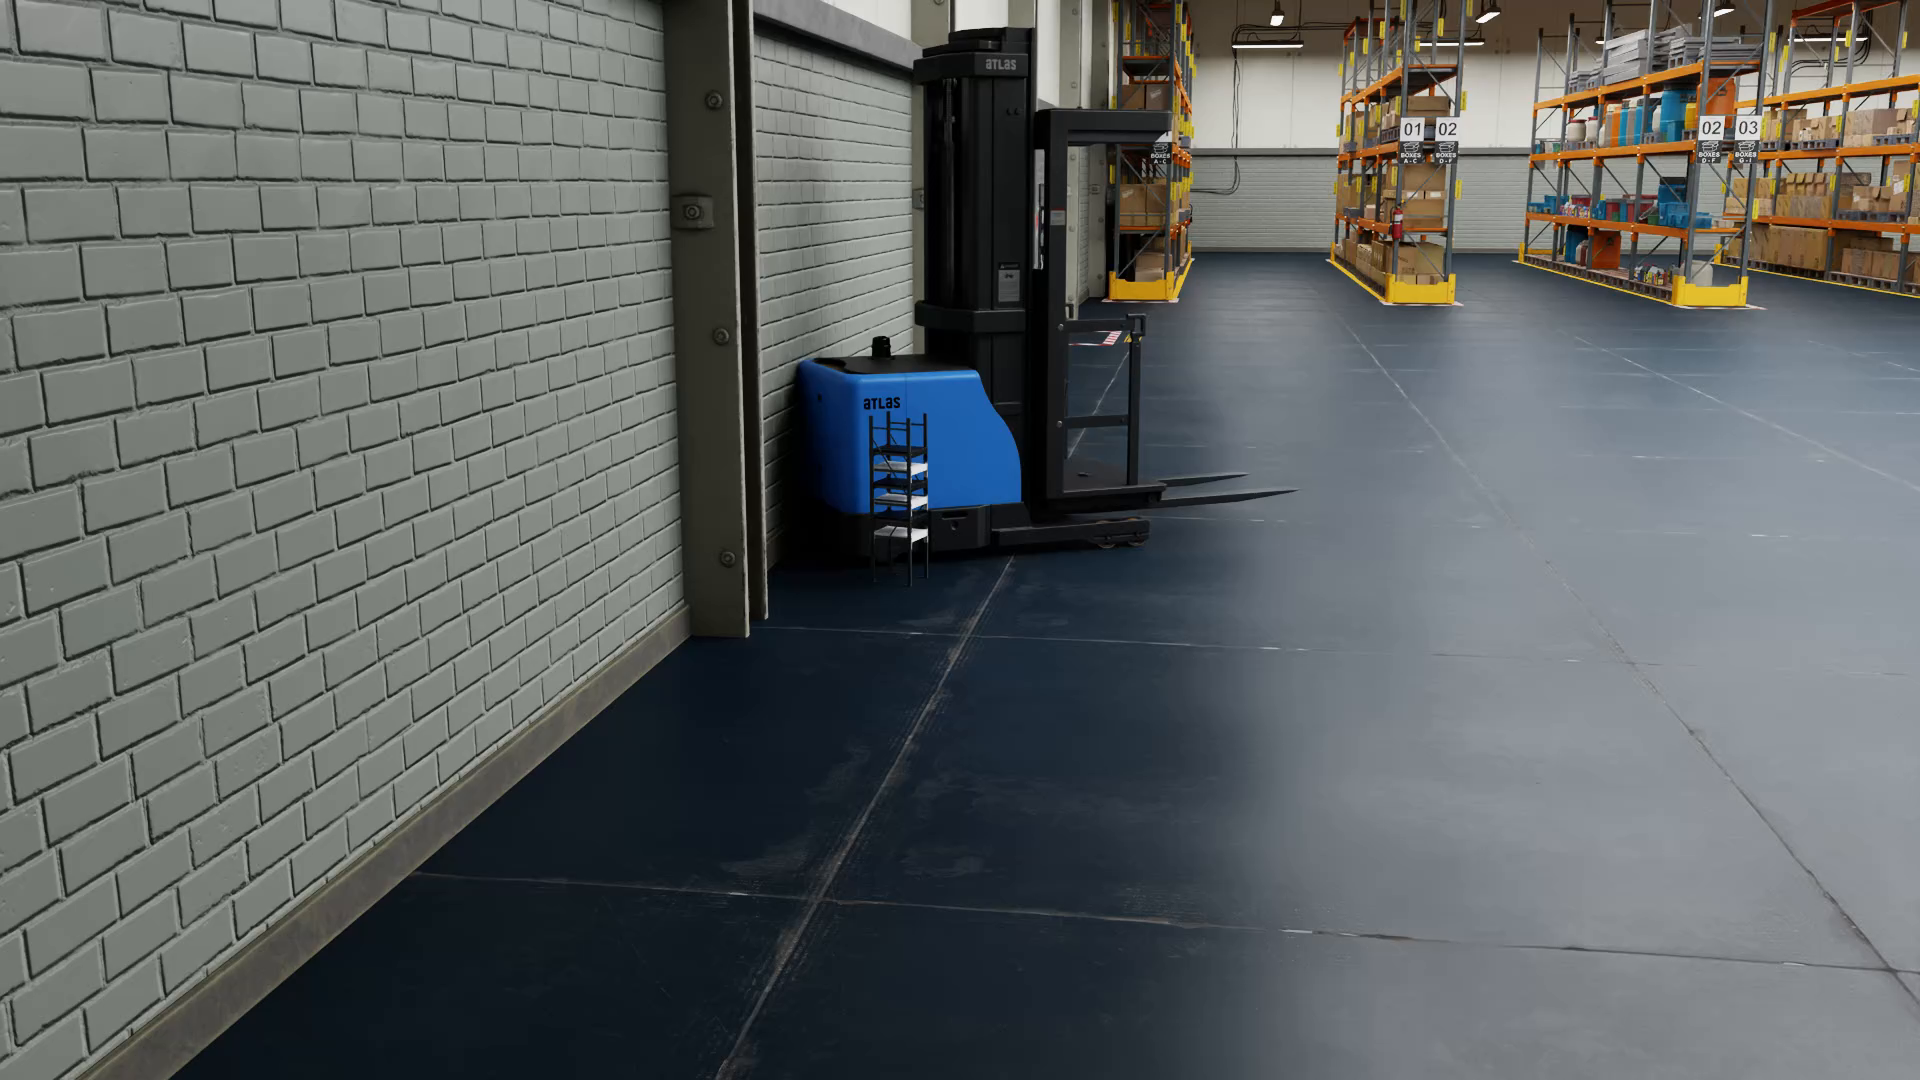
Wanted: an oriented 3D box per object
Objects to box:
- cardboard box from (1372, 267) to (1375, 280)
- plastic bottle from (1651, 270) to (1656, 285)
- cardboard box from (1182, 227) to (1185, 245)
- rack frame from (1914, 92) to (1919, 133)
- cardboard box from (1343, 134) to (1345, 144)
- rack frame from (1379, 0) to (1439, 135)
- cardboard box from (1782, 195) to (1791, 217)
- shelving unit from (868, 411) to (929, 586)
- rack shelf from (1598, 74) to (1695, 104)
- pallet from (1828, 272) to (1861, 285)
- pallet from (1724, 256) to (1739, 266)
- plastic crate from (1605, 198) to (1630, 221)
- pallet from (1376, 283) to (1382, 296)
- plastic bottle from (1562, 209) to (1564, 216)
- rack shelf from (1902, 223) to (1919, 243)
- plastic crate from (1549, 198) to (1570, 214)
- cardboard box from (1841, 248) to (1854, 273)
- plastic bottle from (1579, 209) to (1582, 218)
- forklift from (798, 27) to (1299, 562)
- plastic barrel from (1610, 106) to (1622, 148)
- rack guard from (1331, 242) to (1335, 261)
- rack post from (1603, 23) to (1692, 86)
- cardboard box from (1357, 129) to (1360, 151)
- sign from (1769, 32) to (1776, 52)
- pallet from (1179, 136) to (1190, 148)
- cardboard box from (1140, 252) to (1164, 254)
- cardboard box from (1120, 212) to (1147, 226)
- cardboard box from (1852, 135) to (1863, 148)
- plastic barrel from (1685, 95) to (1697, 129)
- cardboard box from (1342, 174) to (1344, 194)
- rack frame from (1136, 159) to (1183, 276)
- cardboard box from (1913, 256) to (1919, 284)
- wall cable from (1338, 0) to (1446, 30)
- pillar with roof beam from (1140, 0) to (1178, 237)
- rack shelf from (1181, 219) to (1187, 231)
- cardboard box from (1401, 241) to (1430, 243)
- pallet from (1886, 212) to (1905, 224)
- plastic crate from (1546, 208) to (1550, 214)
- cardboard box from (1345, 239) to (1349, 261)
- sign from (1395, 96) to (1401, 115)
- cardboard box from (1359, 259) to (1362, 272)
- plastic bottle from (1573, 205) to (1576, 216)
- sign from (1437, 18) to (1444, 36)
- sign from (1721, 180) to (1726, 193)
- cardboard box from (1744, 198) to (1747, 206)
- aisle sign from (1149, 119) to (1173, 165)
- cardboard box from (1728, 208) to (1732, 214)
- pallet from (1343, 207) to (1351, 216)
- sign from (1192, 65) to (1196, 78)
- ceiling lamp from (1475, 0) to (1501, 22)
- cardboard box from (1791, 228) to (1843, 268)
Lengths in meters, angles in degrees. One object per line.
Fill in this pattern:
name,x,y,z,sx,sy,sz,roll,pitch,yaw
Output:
cardboard box,8.365,-5.217,32.611,0.500,0.250,0.500,2,12,9
plastic bottle,13.033,-4.913,31.091,0.152,0.276,0.135,2,12,7
cardboard box,5.181,-7.386,41.253,0.750,0.750,0.750,2,12,9
rack frame,18.605,-9.157,31.125,1.000,3.000,0.127,2,12,9
cardboard box,10.091,-10.271,42.583,0.500,0.250,0.500,2,12,9
rack frame,8.817,-9.479,32.618,1.000,3.000,0.127,2,12,9
cardboard box,19.442,-7.746,38.581,0.500,0.500,0.500,2,12,9
shelving unit,-0.327,-0.224,8.895,0.258,0.900,0.210,5,13,24
rack shelf,14.019,-9.187,33.919,1.077,0.370,4.000,2,12,9
pallet,19.099,-5.532,35.160,1.003,0.211,1.213,2,12,9
pallet,20.405,-7.190,42.857,1.003,0.211,1.213,2,12,9
plastic crate,13.776,-6.923,34.843,0.402,0.464,0.583,2,12,9
pallet,8.468,-4.764,31.600,1.003,0.211,1.213,2,12,9
plastic bottle,14.443,-7.838,39.717,0.097,0.201,0.097,0,12,0
rack shelf,18.298,-5.457,29.901,1.077,0.370,4.000,2,12,9
plastic crate,14.676,-8.180,40.726,0.392,0.384,0.575,2,12,9
cardboard box,19.137,-5.910,35.187,0.700,0.500,0.500,1,12,6
plastic bottle,14.143,-7.432,37.831,0.097,0.201,0.097,0,12,0
forklift,0.588,-1.481,9.906,3.031,2.935,1.130,-5,13,-21
plastic barrel,13.885,-8.594,34.611,0.600,0.830,0.708,2,12,9
rack guard,10.651,-7.807,45.031,1.175,0.500,0.348,2,12,9
rack post,13.929,-9.828,33.763,1.013,1.000,3.121,2,12,9
cardboard box,9.625,-9.201,38.208,0.910,0.500,0.500,2,12,9
sign,13.639,-8.364,27.941,0.100,0.325,0.005,2,12,9
pallet,4.122,-8.206,34.275,1.213,0.211,1.003,2,12,9
cardboard box,3.802,-5.482,33.199,0.500,0.500,0.500,1,12,4
cardboard box,3.187,-5.913,30.621,0.500,0.250,0.500,2,12,9
cardboard box,18.817,-8.254,34.409,0.500,0.250,0.500,2,12,10
plastic barrel,13.146,-7.557,29.378,0.600,0.588,0.600,0,12,0
cardboard box,10.024,-9.075,42.371,0.500,0.500,0.500,2,12,9
rack frame,4.537,-7.539,37.854,1.000,3.000,0.127,2,12,9
cardboard box,18.504,-5.126,31.595,0.500,0.500,0.500,1,12,7
wall cable,12.722,-16.289,48.803,3.097,2.526,0.112,2,12,9
pillar with roof beam,9.582,-12.587,47.041,9.100,9.000,0.548,2,12,9
rack shelf,4.845,-7.603,39.862,1.077,0.370,4.000,2,12,9
cardboard box,8.874,-5.567,32.454,0.500,0.500,0.500,2,12,9
pallet,18.867,-6.285,32.493,1.003,0.211,1.213,2,12,9
plastic crate,14.848,-8.187,41.373,0.437,0.125,0.590,2,12,9
cardboard box,9.733,-7.112,40.763,0.500,0.500,0.500,1,12,6
sign,7.668,-7.595,29.080,0.100,0.325,0.005,2,12,9
cardboard box,8.911,-5.928,35.908,0.500,0.250,0.500,2,12,7
plastic bottle,14.256,-7.619,38.532,0.097,0.271,0.097,0,12,0
sign,9.362,-9.990,32.395,0.100,0.325,0.005,2,12,9
sign,19.903,-9.204,43.337,0.100,0.325,0.005,2,12,9
cardboard box,19.881,-8.382,41.416,0.500,0.250,0.500,2,12,8
aisle sign,3.592,-7.120,29.739,0.394,0.787,0.004,2,12,9
cardboard box,20.032,-8.483,42.833,0.380,0.149,0.250,2,12,8
pallet,9.817,-7.955,40.242,1.003,0.211,1.213,2,12,9
sign,6.302,-12.612,44.748,0.100,0.325,0.005,2,12,9
ceiling lamp,12.589,-13.736,38.514,0.800,3.185,2.000,2,12,9
cardboard box,19.492,-6.552,37.323,1.225,0.875,0.875,2,12,9
